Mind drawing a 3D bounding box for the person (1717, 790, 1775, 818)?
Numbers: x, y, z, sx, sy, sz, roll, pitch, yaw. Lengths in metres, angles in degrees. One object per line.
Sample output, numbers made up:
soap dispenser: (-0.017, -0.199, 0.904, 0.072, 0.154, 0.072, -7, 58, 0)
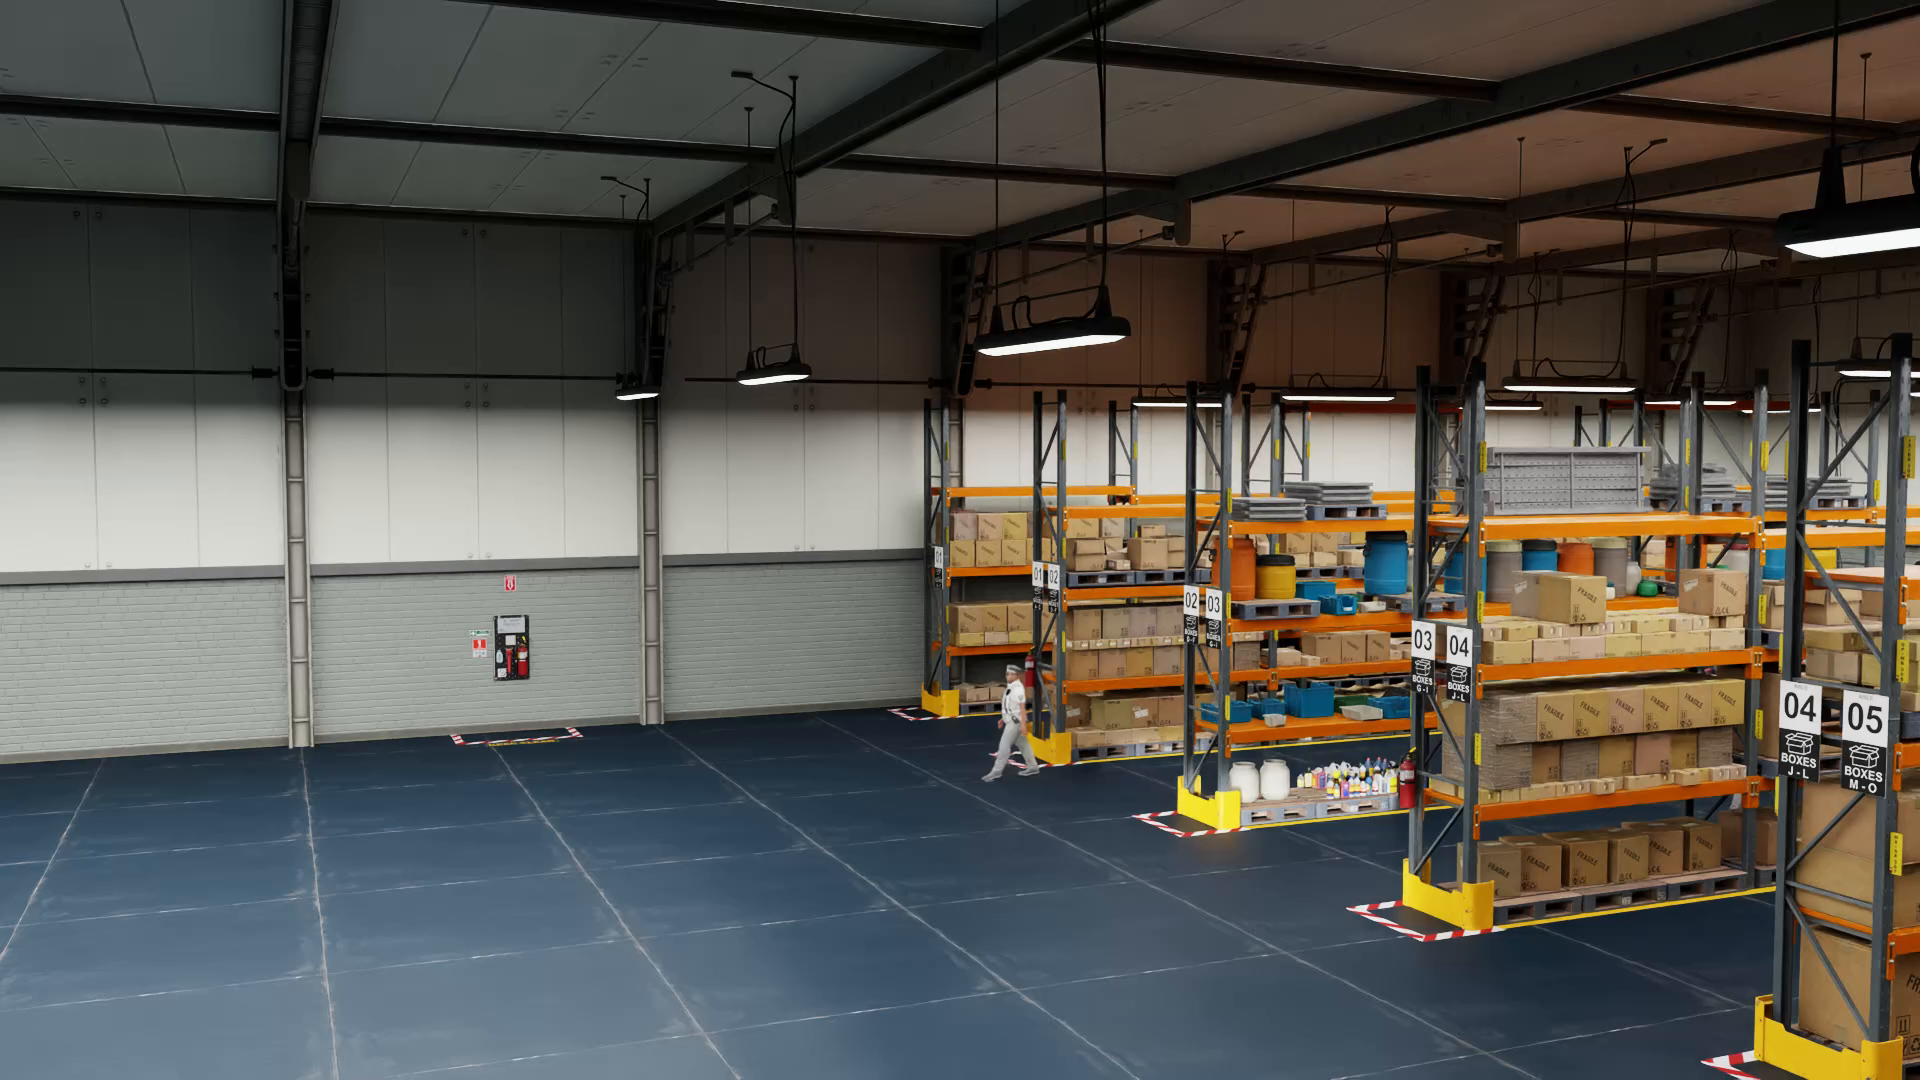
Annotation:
person: (10.817, 2.989, 22.583, 1.013, 1.612, 0.452, -1, 4, -23)

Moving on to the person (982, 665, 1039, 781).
person: (0.775, 2.780, 25.536, 0.904, 1.739, 0.566, 0, 3, -2)
